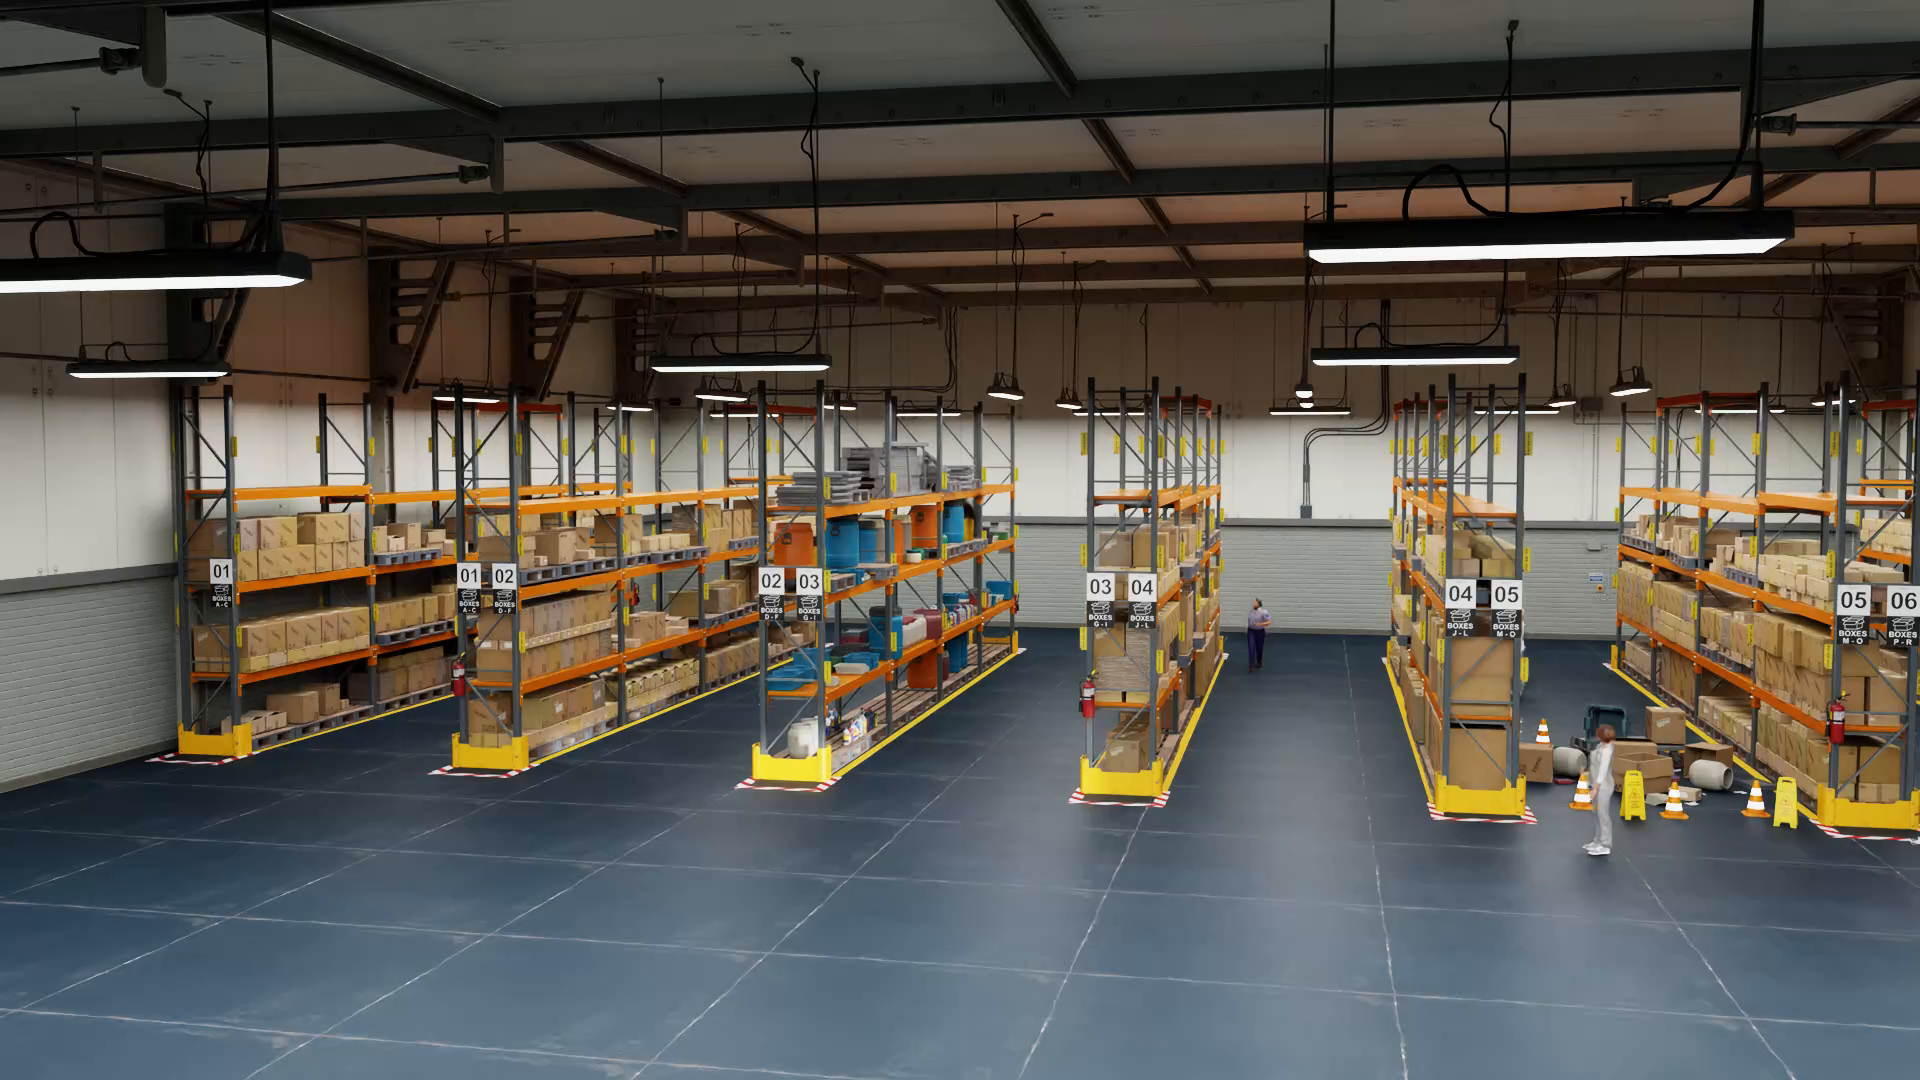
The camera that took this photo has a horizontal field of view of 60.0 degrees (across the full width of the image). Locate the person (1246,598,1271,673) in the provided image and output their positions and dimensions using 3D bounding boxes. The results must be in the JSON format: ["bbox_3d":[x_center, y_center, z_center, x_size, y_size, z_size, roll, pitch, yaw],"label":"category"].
[{"bbox_3d":[6.634,2.102,36.957,0.551,1.589,1.007,1,3,12],"label":"person"}]

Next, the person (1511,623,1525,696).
[{"bbox_3d":[11.119,2.225,33.420,0.624,1.780,0.504,-3,4,-41],"label":"person"}]

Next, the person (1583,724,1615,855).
[{"bbox_3d":[7.853,3.053,20.446,0.344,1.608,0.464,0,3,3],"label":"person"}]

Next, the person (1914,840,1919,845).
[{"bbox_3d":[12.437,2.967,20.652,1.092,1.741,0.531,-1,3,-20],"label":"person"}]

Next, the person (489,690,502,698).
[{"bbox_3d":[-8.689,2.333,31.732,0.602,1.759,0.566,-3,5,-45],"label":"person"}]
